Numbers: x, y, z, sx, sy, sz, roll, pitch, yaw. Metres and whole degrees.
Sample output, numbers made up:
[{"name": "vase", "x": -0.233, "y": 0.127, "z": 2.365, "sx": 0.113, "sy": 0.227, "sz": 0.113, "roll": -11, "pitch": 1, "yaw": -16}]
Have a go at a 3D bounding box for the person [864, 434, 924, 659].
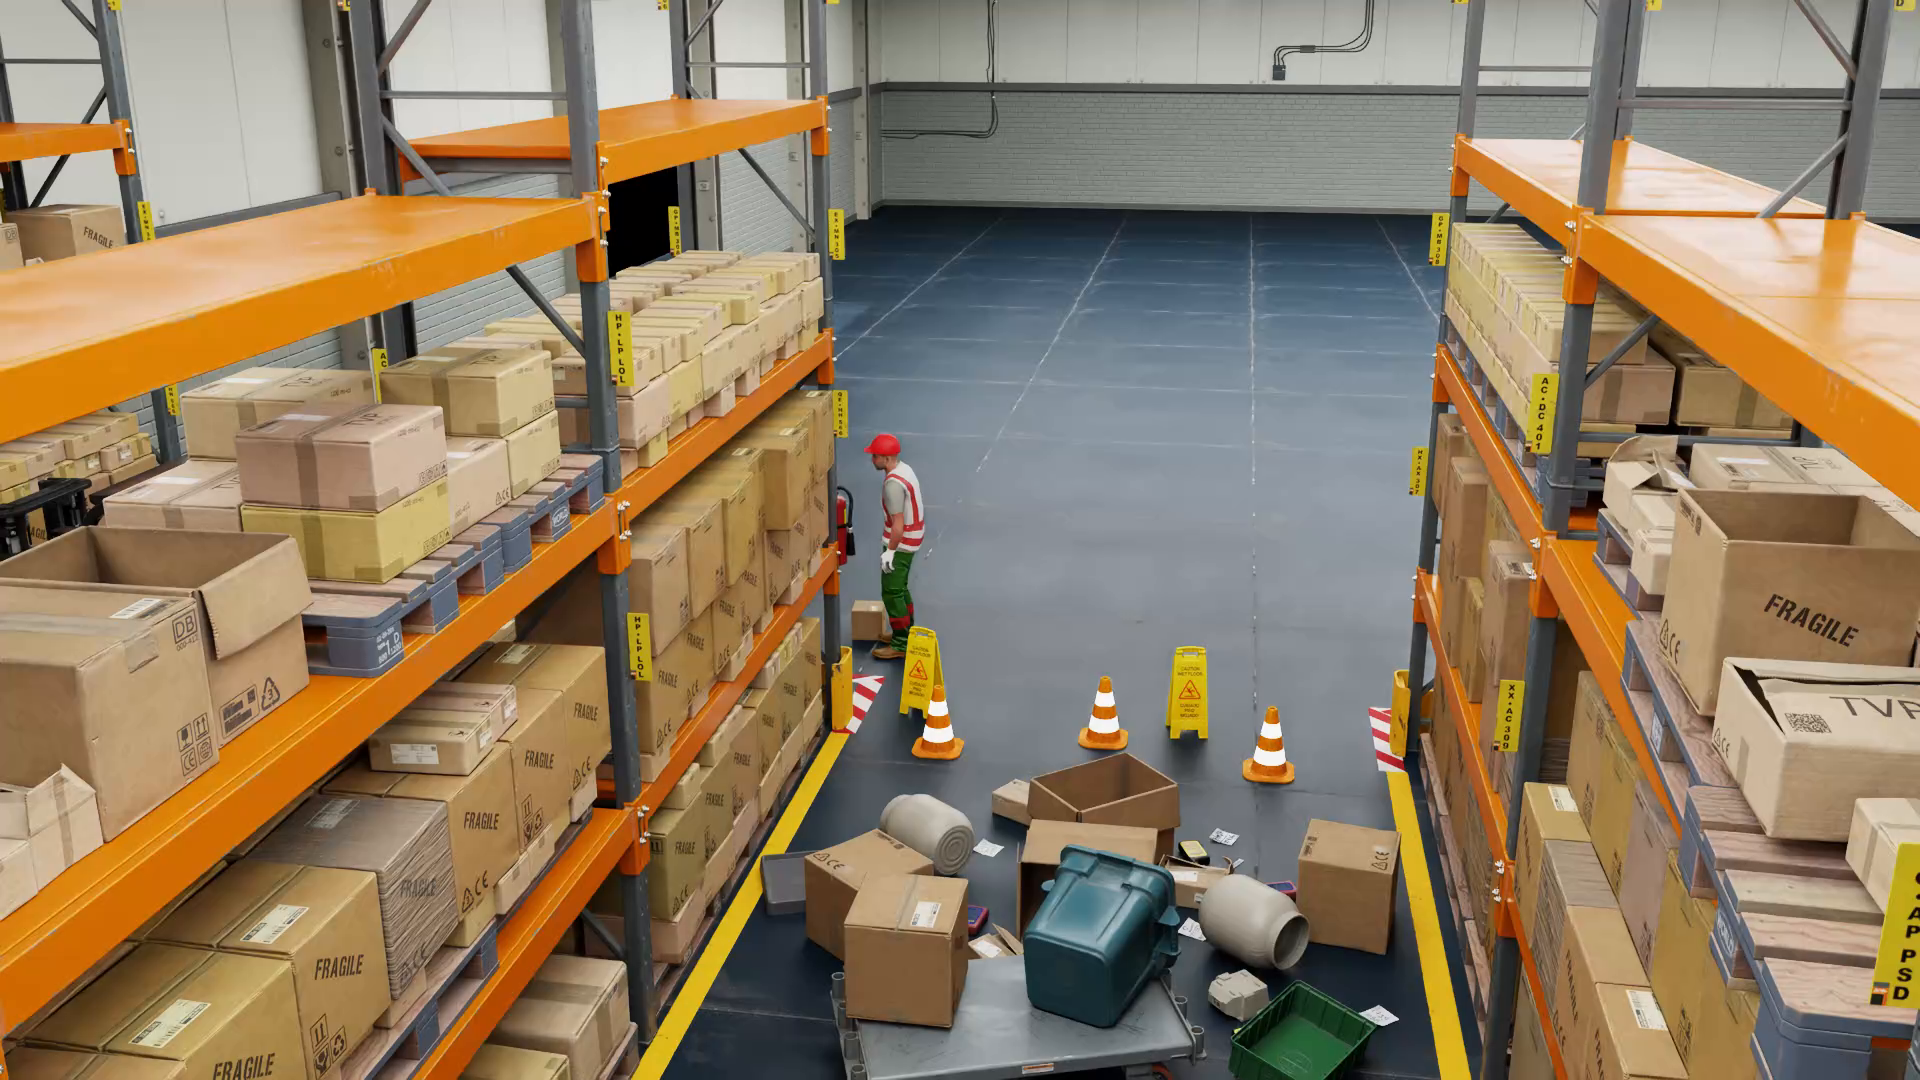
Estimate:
[{"name": "person", "x": -0.504, "y": 0.036, "z": 12.915, "sx": 0.449, "sy": 1.779, "sz": 0.608, "roll": 1, "pitch": 18, "yaw": 4}]
